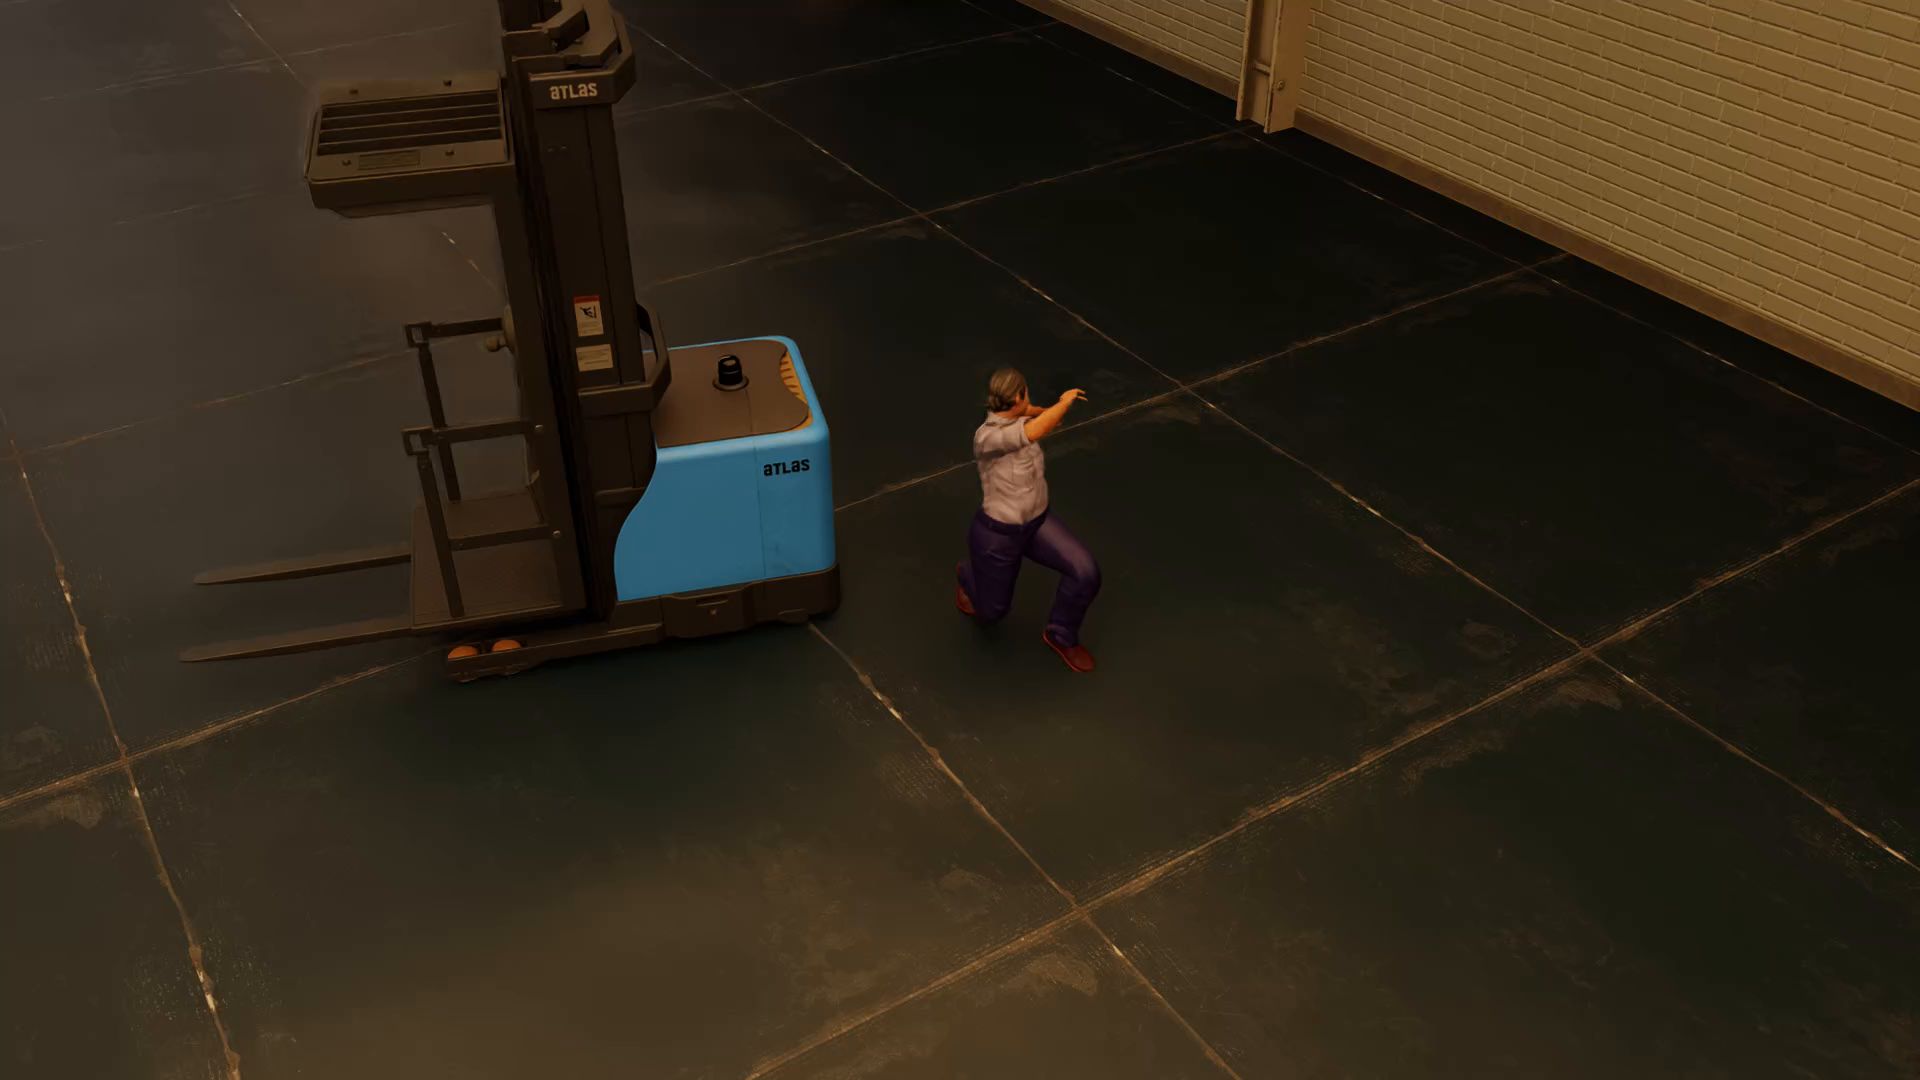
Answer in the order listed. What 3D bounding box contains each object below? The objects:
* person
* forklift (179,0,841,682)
[{"bbox_3d":[0.426,-0.192,7.801,0.929,1.373,0.912,29,44,35],"label":"person"},{"bbox_3d":[-2.159,-0.875,7.393,3.031,2.935,1.130,-9,36,-12],"label":"forklift"}]
